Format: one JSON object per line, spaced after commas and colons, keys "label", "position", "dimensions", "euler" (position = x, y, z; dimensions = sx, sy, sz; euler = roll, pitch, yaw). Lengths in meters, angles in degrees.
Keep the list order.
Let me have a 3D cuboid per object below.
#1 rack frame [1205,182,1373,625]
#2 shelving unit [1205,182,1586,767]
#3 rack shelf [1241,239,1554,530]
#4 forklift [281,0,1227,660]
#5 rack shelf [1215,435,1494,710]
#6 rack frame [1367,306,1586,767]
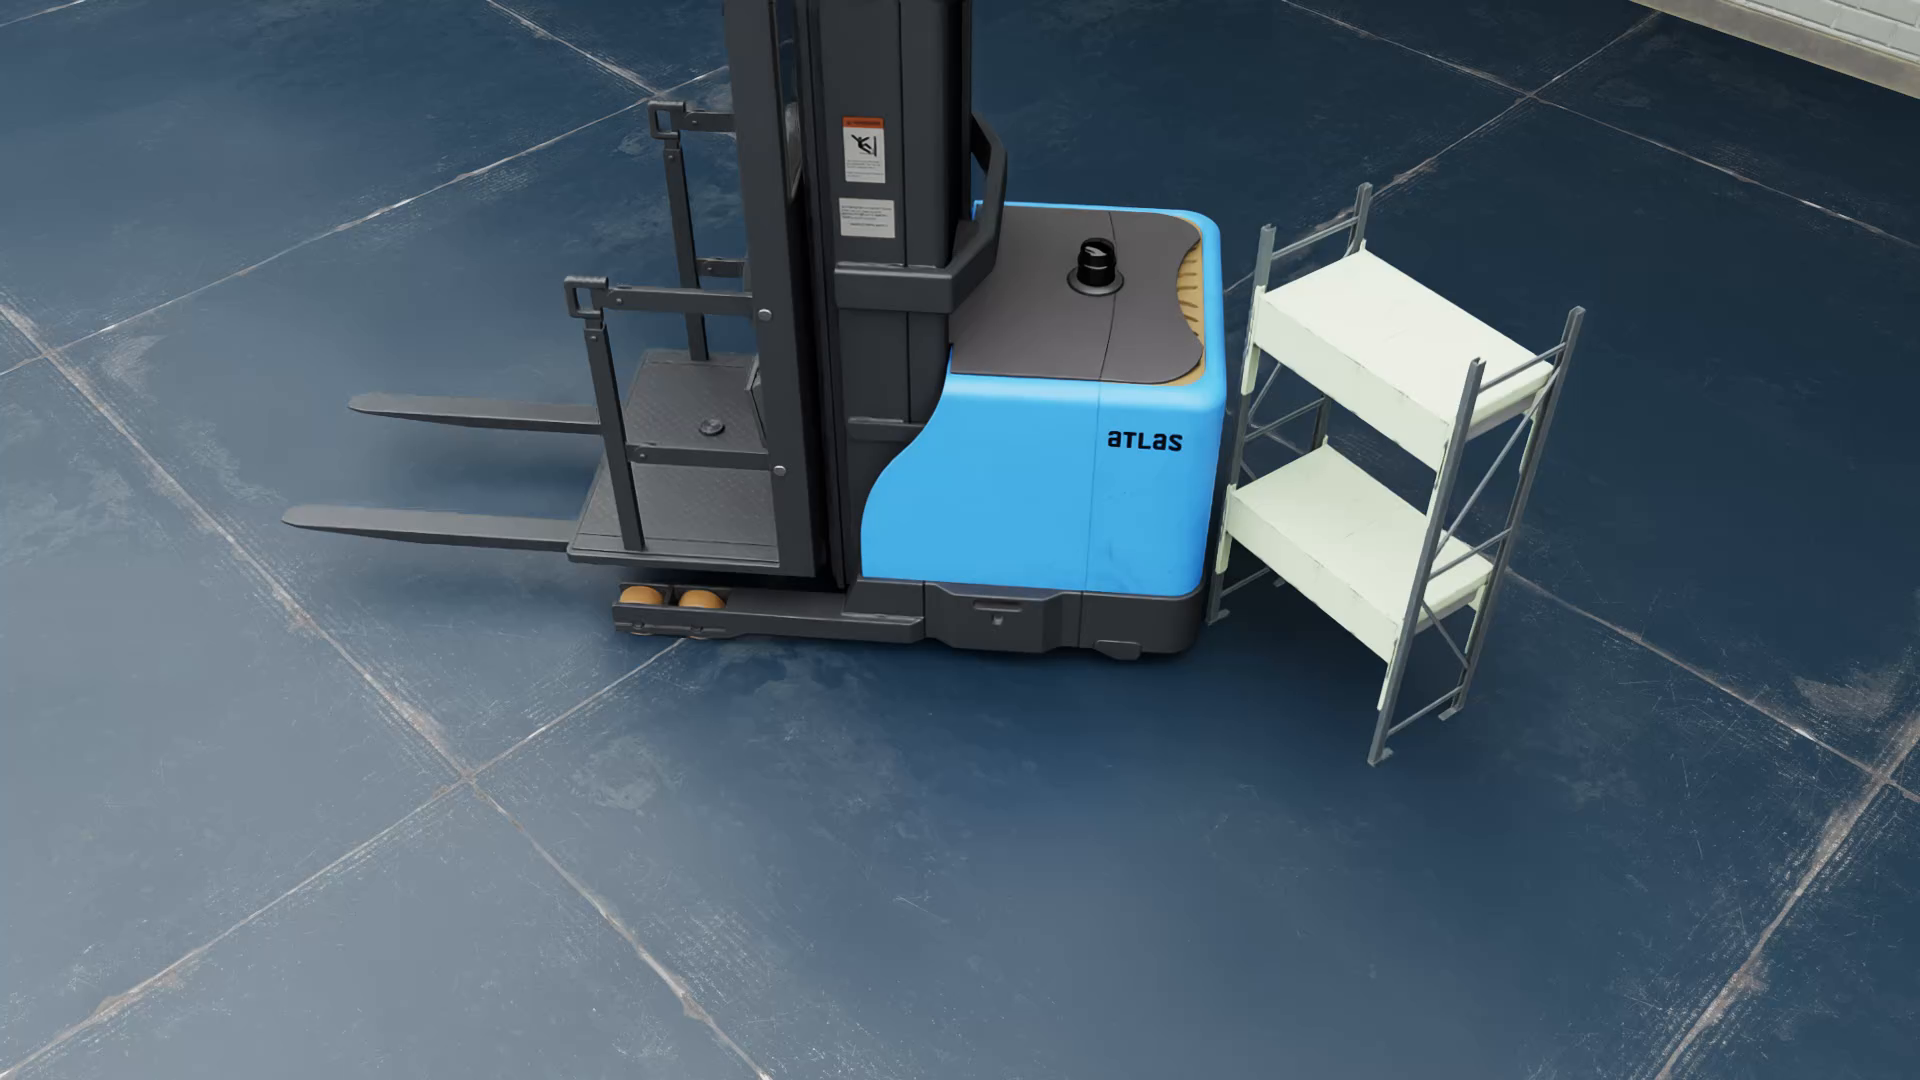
{"label": "rack frame", "position": [0.974, -0.357, 5.032], "dimensions": [0.400, 1.500, 0.023], "euler": [-26, 49, -25]}
{"label": "shelving unit", "position": [1.186, -0.155, 4.813], "dimensions": [0.431, 1.500, 0.755], "euler": [-26, 49, -25]}
{"label": "rack shelf", "position": [1.186, -0.442, 4.548], "dimensions": [0.431, 0.370, 0.720], "euler": [-26, 49, -25]}
{"label": "forklift", "position": [-0.707, -1.108, 4.789], "dimensions": [3.031, 2.935, 1.130], "euler": [4, 43, 4]}
{"label": "rack shelf", "position": [1.186, 0.084, 5.034], "dimensions": [0.431, 0.370, 0.720], "euler": [-26, 49, -25]}
{"label": "rack frame", "position": [1.399, 0.047, 4.594], "dimensions": [0.400, 1.500, 0.023], "euler": [-26, 49, -25]}
